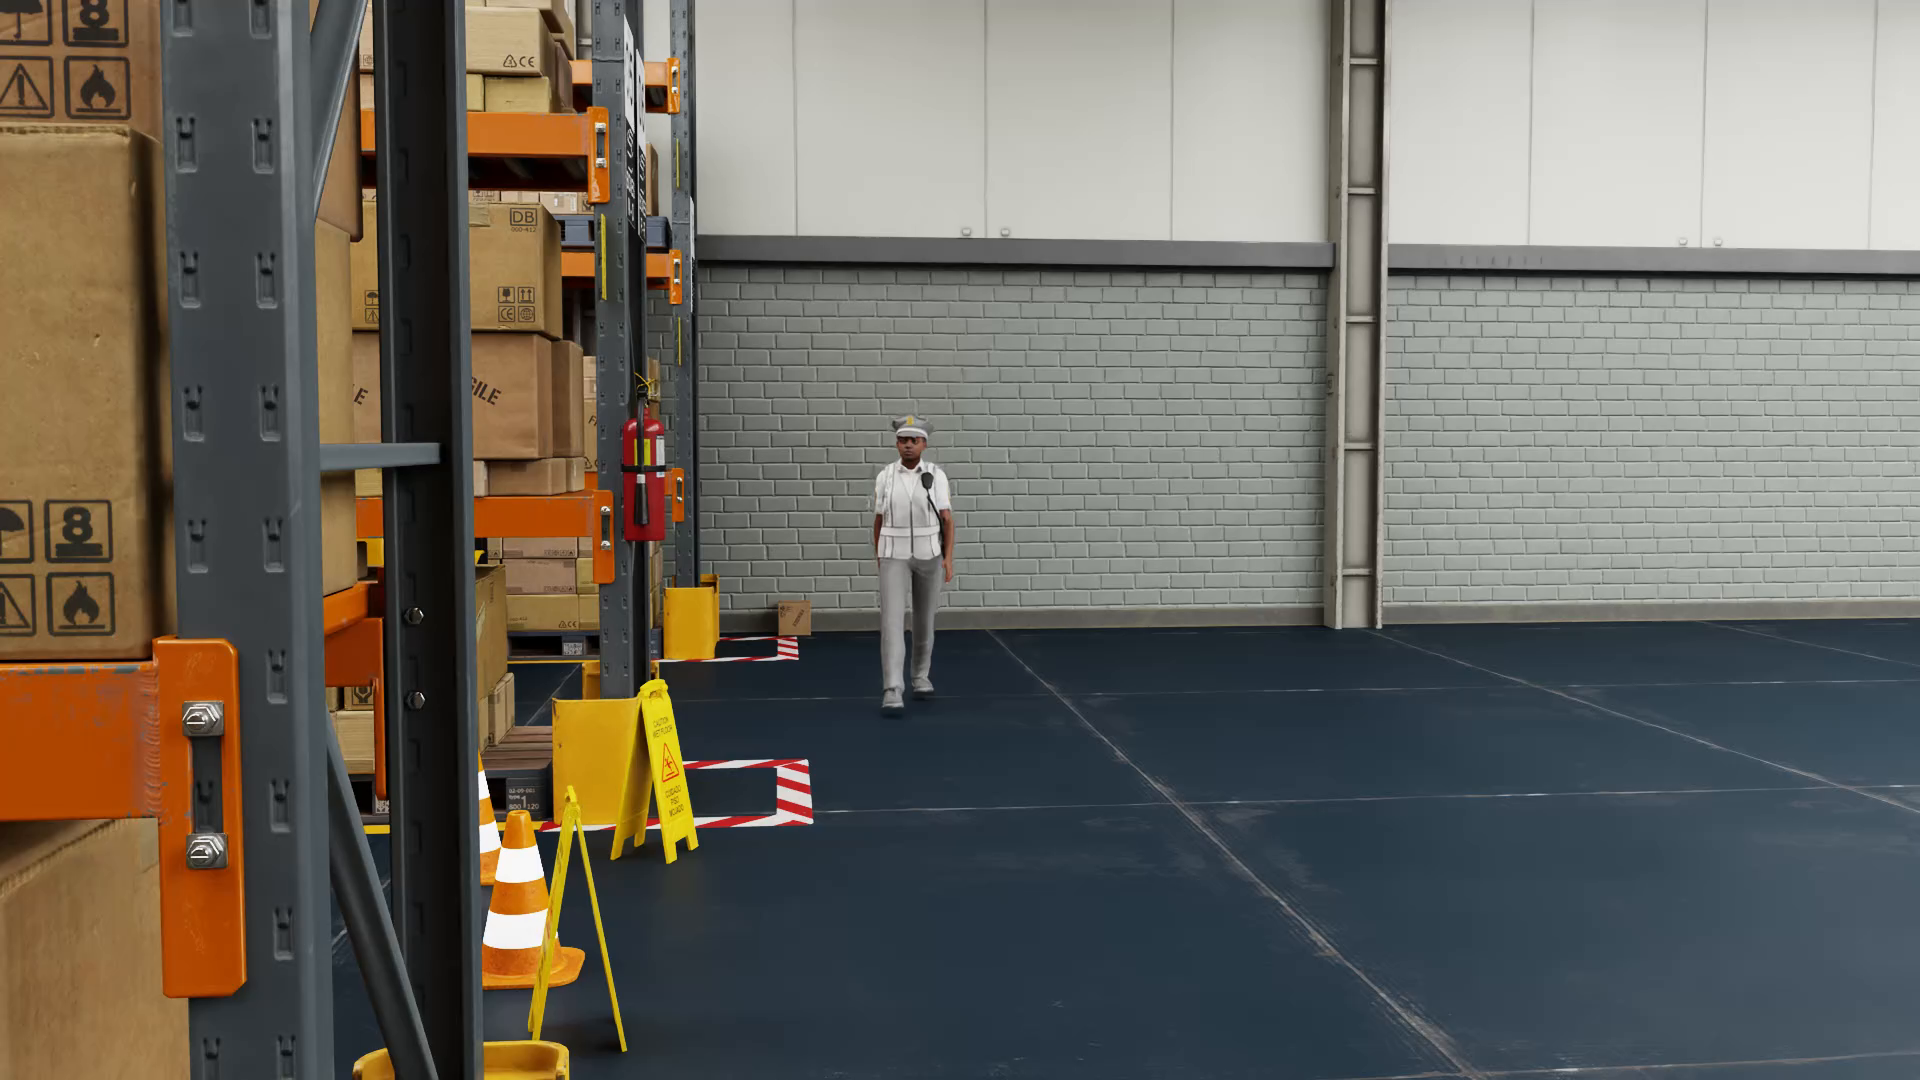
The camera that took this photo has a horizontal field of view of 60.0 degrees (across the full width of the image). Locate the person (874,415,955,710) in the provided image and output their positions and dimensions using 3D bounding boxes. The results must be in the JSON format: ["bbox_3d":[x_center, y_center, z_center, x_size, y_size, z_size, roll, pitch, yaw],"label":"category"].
[{"bbox_3d":[-0.258,0.107,9.432,0.459,1.631,0.978,0,3,-4],"label":"person"}]
